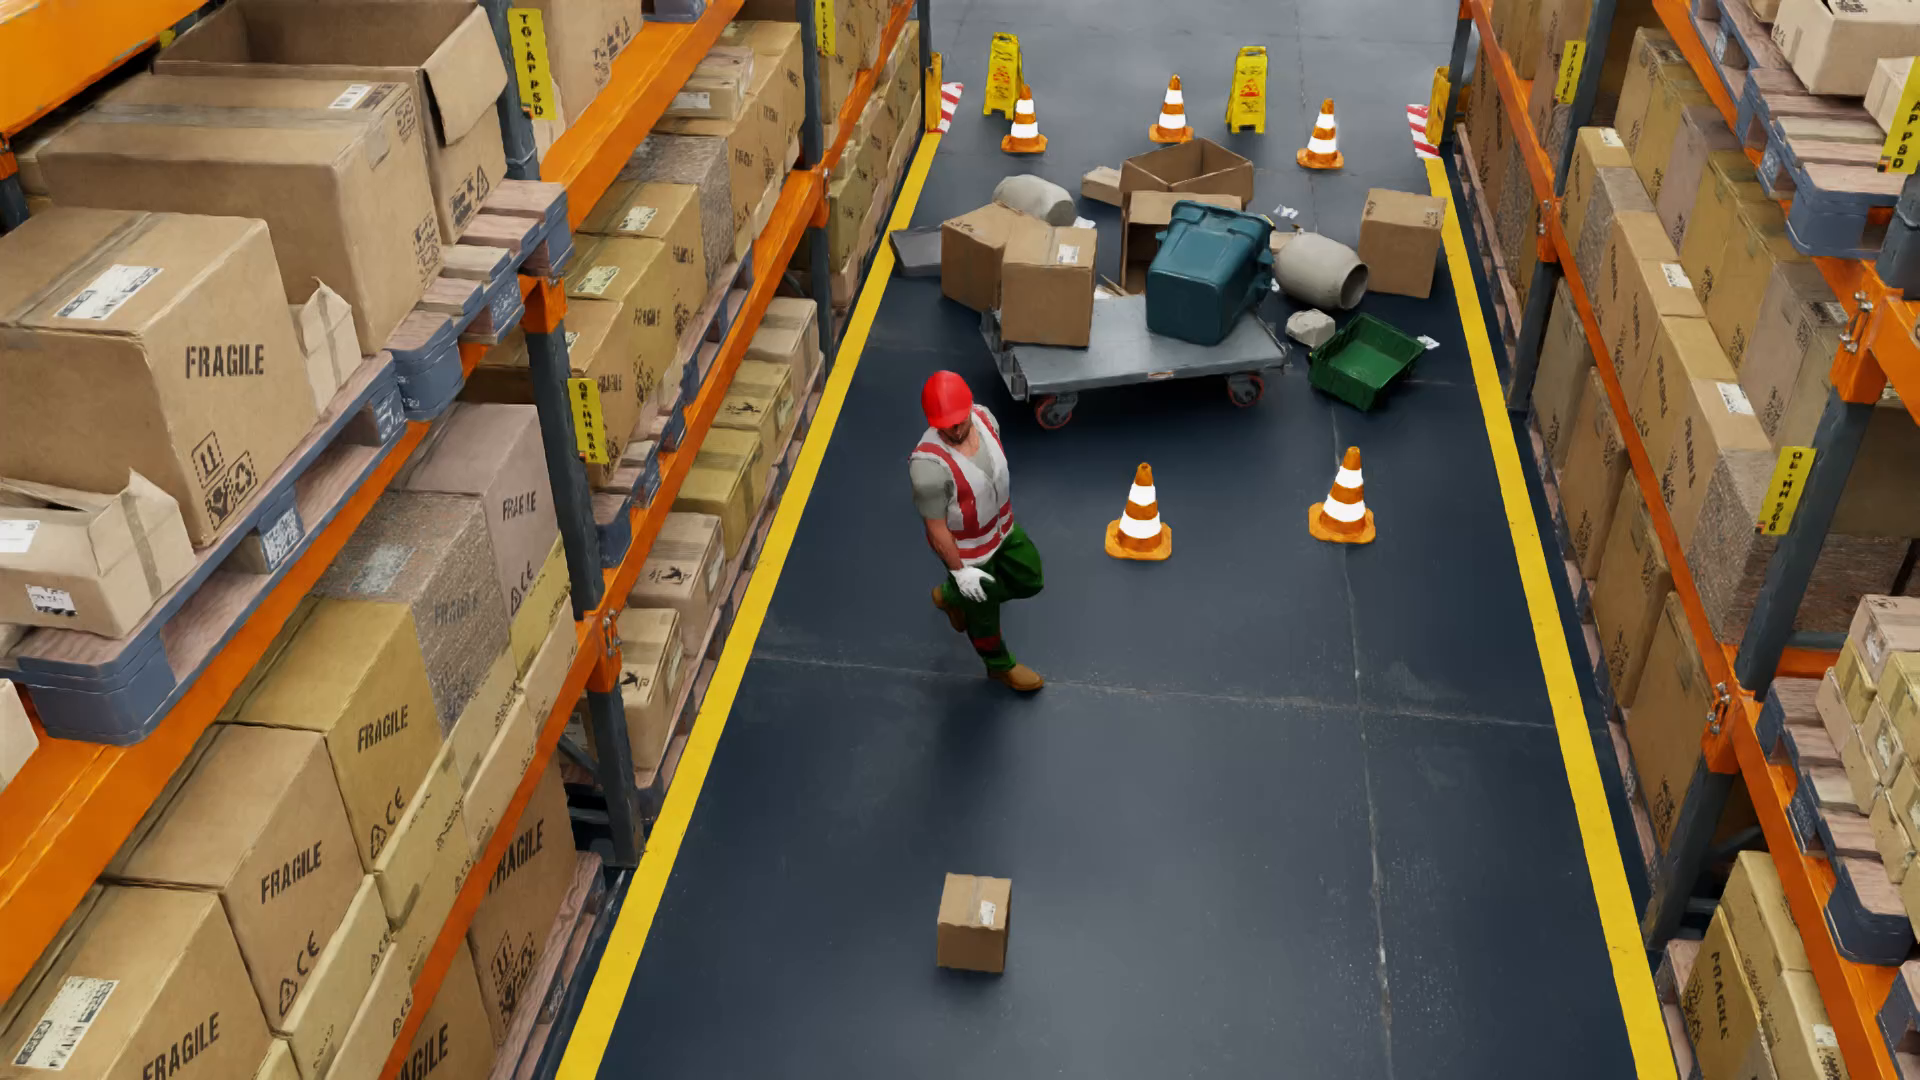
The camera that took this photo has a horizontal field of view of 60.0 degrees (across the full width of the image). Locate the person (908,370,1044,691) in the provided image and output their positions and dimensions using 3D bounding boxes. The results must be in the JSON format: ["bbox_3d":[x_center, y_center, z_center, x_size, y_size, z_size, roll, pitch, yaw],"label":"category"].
[{"bbox_3d":[0.039,-0.013,7.064,0.596,1.744,0.672,18,40,23],"label":"person"}]
